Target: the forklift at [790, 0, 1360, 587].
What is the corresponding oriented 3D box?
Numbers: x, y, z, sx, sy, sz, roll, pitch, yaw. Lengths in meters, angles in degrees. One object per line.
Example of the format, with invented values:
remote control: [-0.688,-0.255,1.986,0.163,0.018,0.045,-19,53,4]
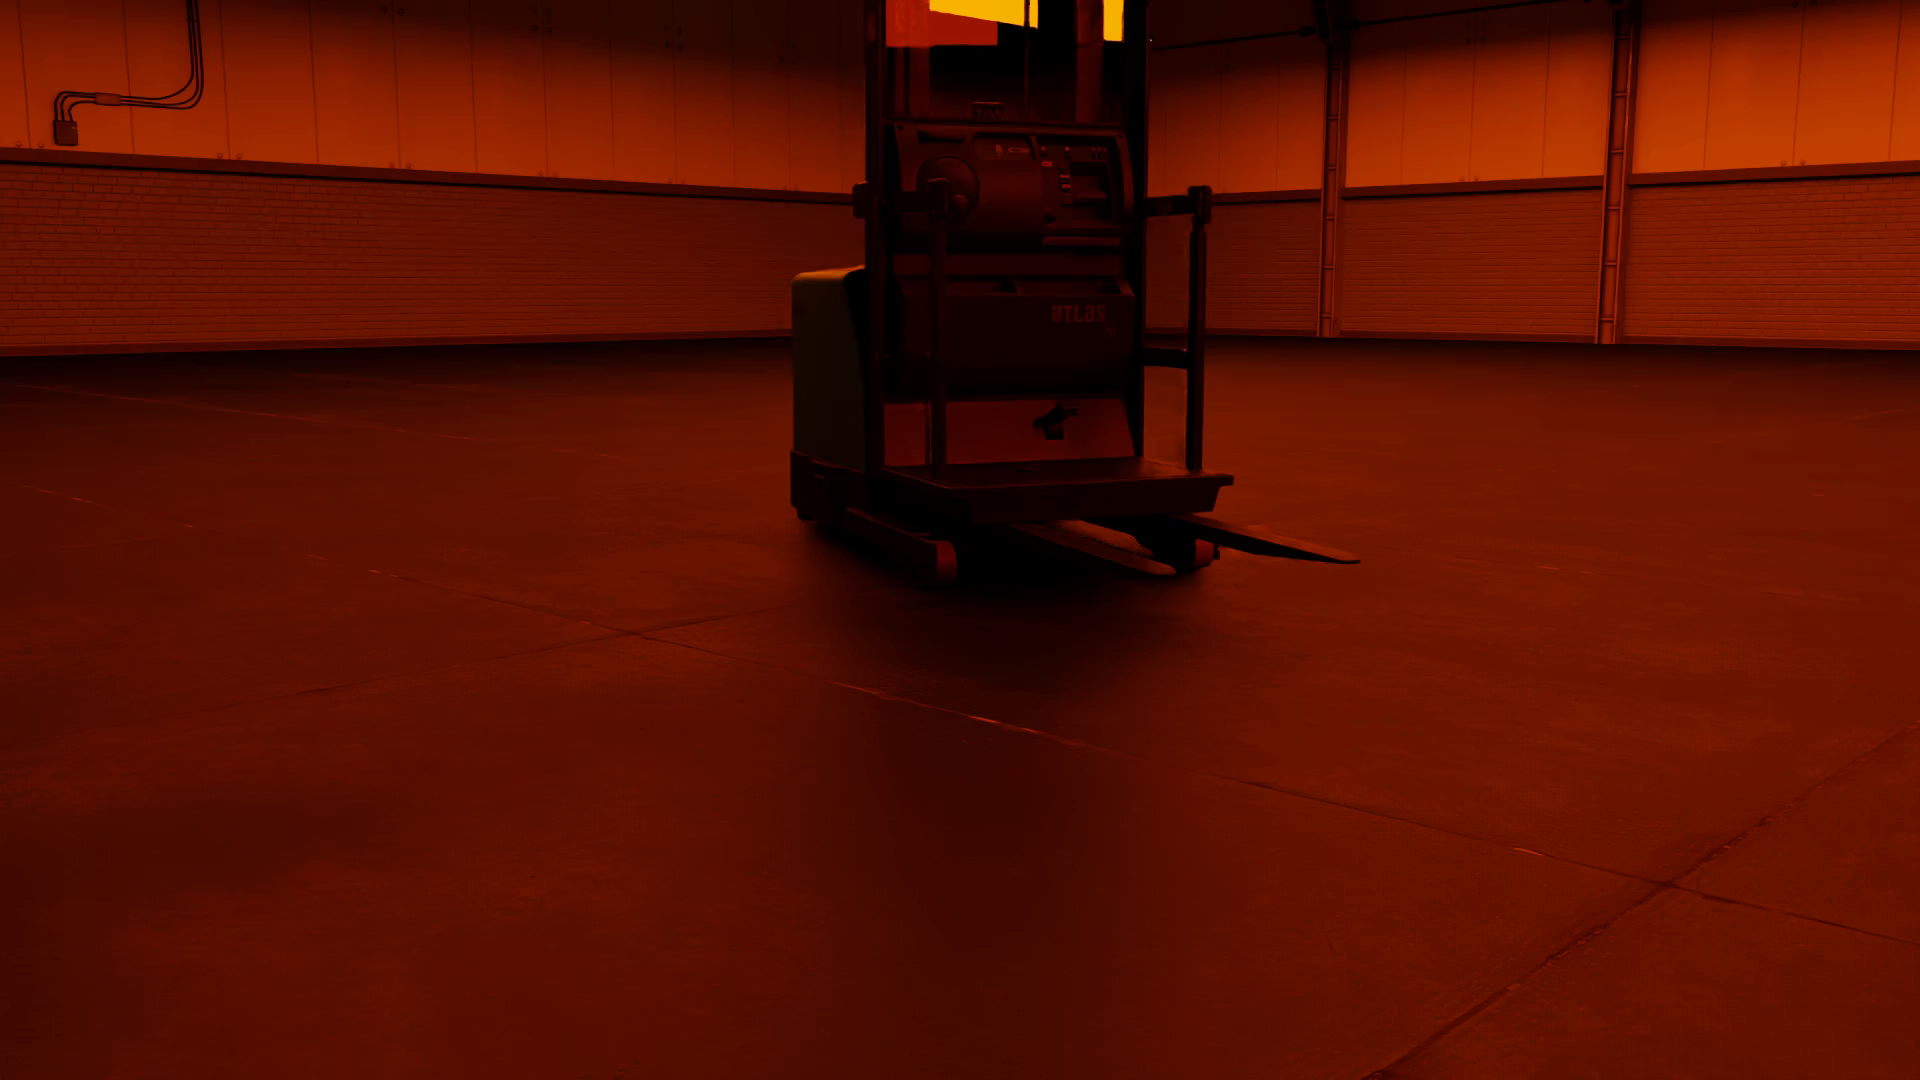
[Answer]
forklift: [0.286,-1.359,5.902,1.130,2.935,3.031,-3,9,-22]
